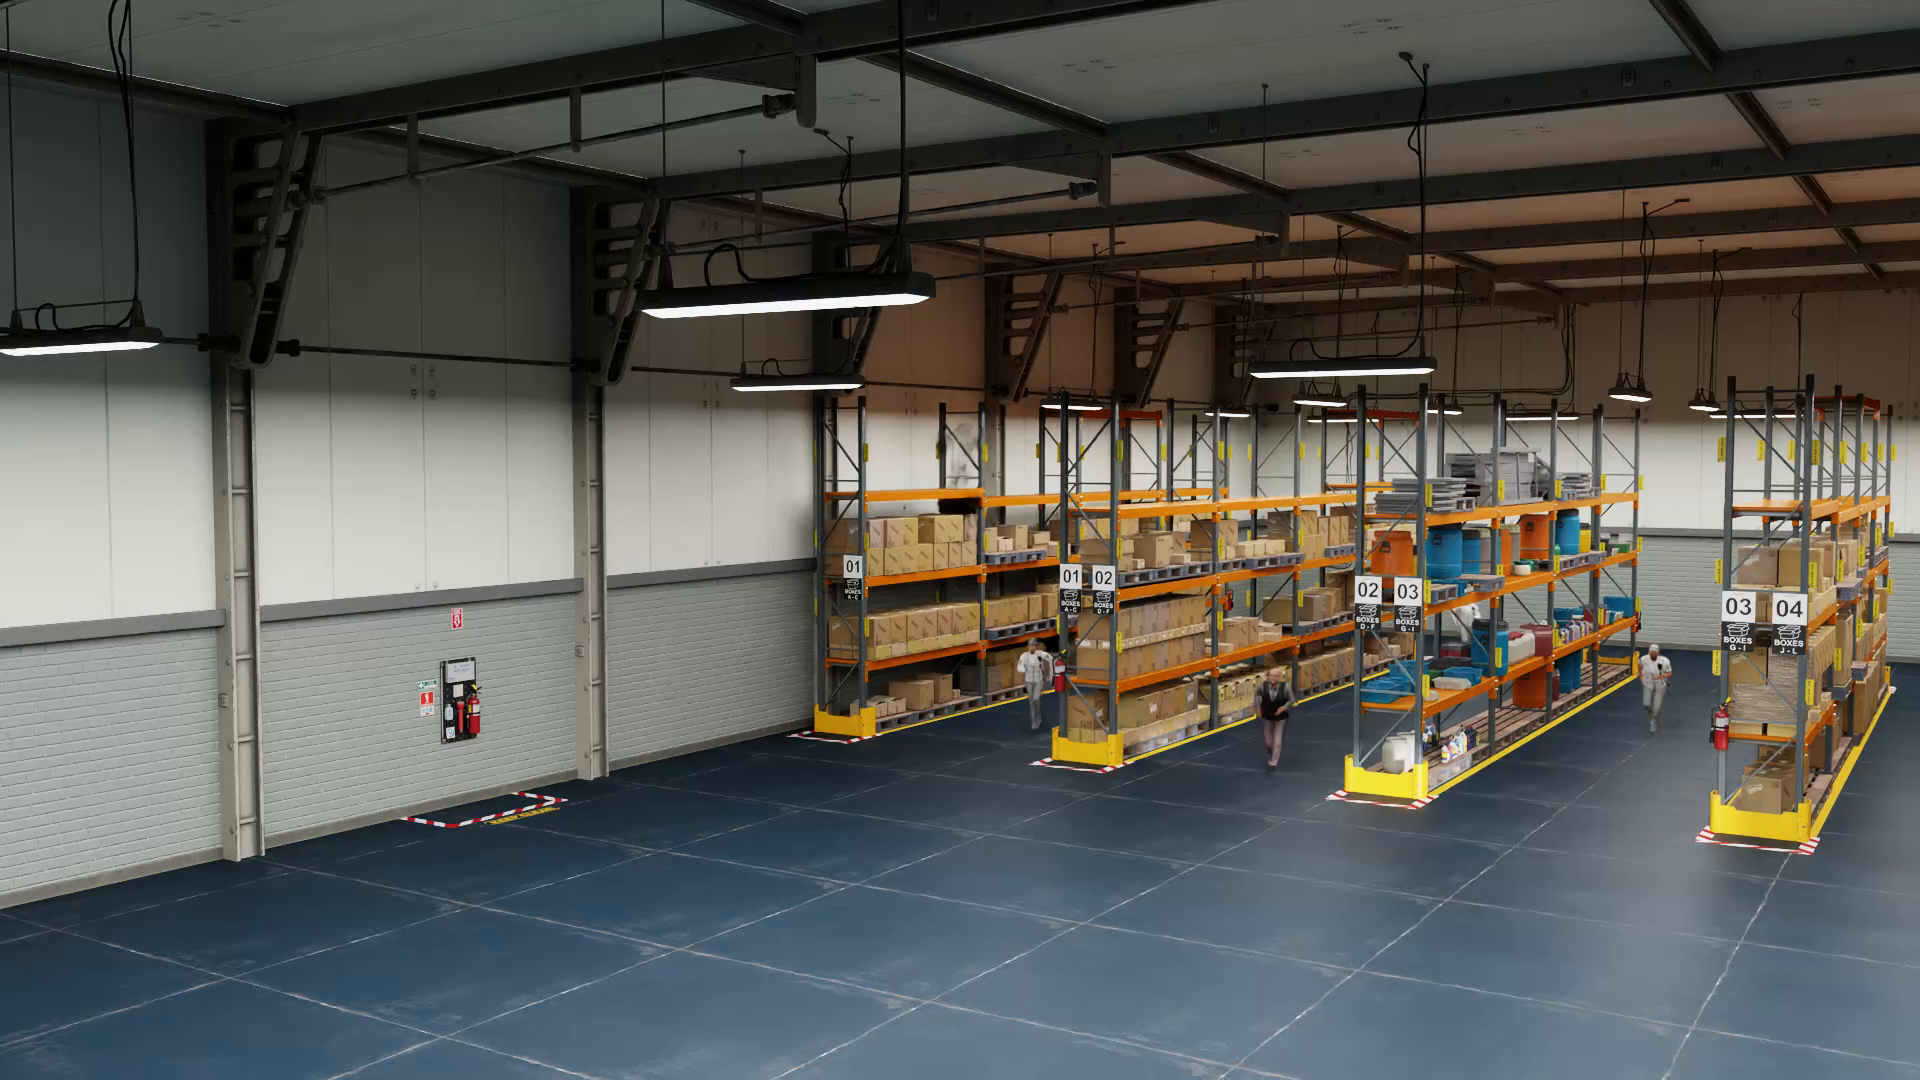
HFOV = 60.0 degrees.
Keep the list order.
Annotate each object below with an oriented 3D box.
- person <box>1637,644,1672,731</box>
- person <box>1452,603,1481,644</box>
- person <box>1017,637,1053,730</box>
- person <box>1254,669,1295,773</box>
[{"bbox_3d":[12.449,2.653,29.849,0.592,1.591,0.668,2,3,28],"label":"person"},{"bbox_3d":[12.052,2.080,39.571,0.619,1.720,0.927,0,3,3],"label":"person"},{"bbox_3d":[1.365,2.579,30.068,0.642,1.678,0.788,1,3,13],"label":"person"},{"bbox_3d":[4.940,2.824,26.137,0.649,1.654,0.741,1,3,13],"label":"person"}]
